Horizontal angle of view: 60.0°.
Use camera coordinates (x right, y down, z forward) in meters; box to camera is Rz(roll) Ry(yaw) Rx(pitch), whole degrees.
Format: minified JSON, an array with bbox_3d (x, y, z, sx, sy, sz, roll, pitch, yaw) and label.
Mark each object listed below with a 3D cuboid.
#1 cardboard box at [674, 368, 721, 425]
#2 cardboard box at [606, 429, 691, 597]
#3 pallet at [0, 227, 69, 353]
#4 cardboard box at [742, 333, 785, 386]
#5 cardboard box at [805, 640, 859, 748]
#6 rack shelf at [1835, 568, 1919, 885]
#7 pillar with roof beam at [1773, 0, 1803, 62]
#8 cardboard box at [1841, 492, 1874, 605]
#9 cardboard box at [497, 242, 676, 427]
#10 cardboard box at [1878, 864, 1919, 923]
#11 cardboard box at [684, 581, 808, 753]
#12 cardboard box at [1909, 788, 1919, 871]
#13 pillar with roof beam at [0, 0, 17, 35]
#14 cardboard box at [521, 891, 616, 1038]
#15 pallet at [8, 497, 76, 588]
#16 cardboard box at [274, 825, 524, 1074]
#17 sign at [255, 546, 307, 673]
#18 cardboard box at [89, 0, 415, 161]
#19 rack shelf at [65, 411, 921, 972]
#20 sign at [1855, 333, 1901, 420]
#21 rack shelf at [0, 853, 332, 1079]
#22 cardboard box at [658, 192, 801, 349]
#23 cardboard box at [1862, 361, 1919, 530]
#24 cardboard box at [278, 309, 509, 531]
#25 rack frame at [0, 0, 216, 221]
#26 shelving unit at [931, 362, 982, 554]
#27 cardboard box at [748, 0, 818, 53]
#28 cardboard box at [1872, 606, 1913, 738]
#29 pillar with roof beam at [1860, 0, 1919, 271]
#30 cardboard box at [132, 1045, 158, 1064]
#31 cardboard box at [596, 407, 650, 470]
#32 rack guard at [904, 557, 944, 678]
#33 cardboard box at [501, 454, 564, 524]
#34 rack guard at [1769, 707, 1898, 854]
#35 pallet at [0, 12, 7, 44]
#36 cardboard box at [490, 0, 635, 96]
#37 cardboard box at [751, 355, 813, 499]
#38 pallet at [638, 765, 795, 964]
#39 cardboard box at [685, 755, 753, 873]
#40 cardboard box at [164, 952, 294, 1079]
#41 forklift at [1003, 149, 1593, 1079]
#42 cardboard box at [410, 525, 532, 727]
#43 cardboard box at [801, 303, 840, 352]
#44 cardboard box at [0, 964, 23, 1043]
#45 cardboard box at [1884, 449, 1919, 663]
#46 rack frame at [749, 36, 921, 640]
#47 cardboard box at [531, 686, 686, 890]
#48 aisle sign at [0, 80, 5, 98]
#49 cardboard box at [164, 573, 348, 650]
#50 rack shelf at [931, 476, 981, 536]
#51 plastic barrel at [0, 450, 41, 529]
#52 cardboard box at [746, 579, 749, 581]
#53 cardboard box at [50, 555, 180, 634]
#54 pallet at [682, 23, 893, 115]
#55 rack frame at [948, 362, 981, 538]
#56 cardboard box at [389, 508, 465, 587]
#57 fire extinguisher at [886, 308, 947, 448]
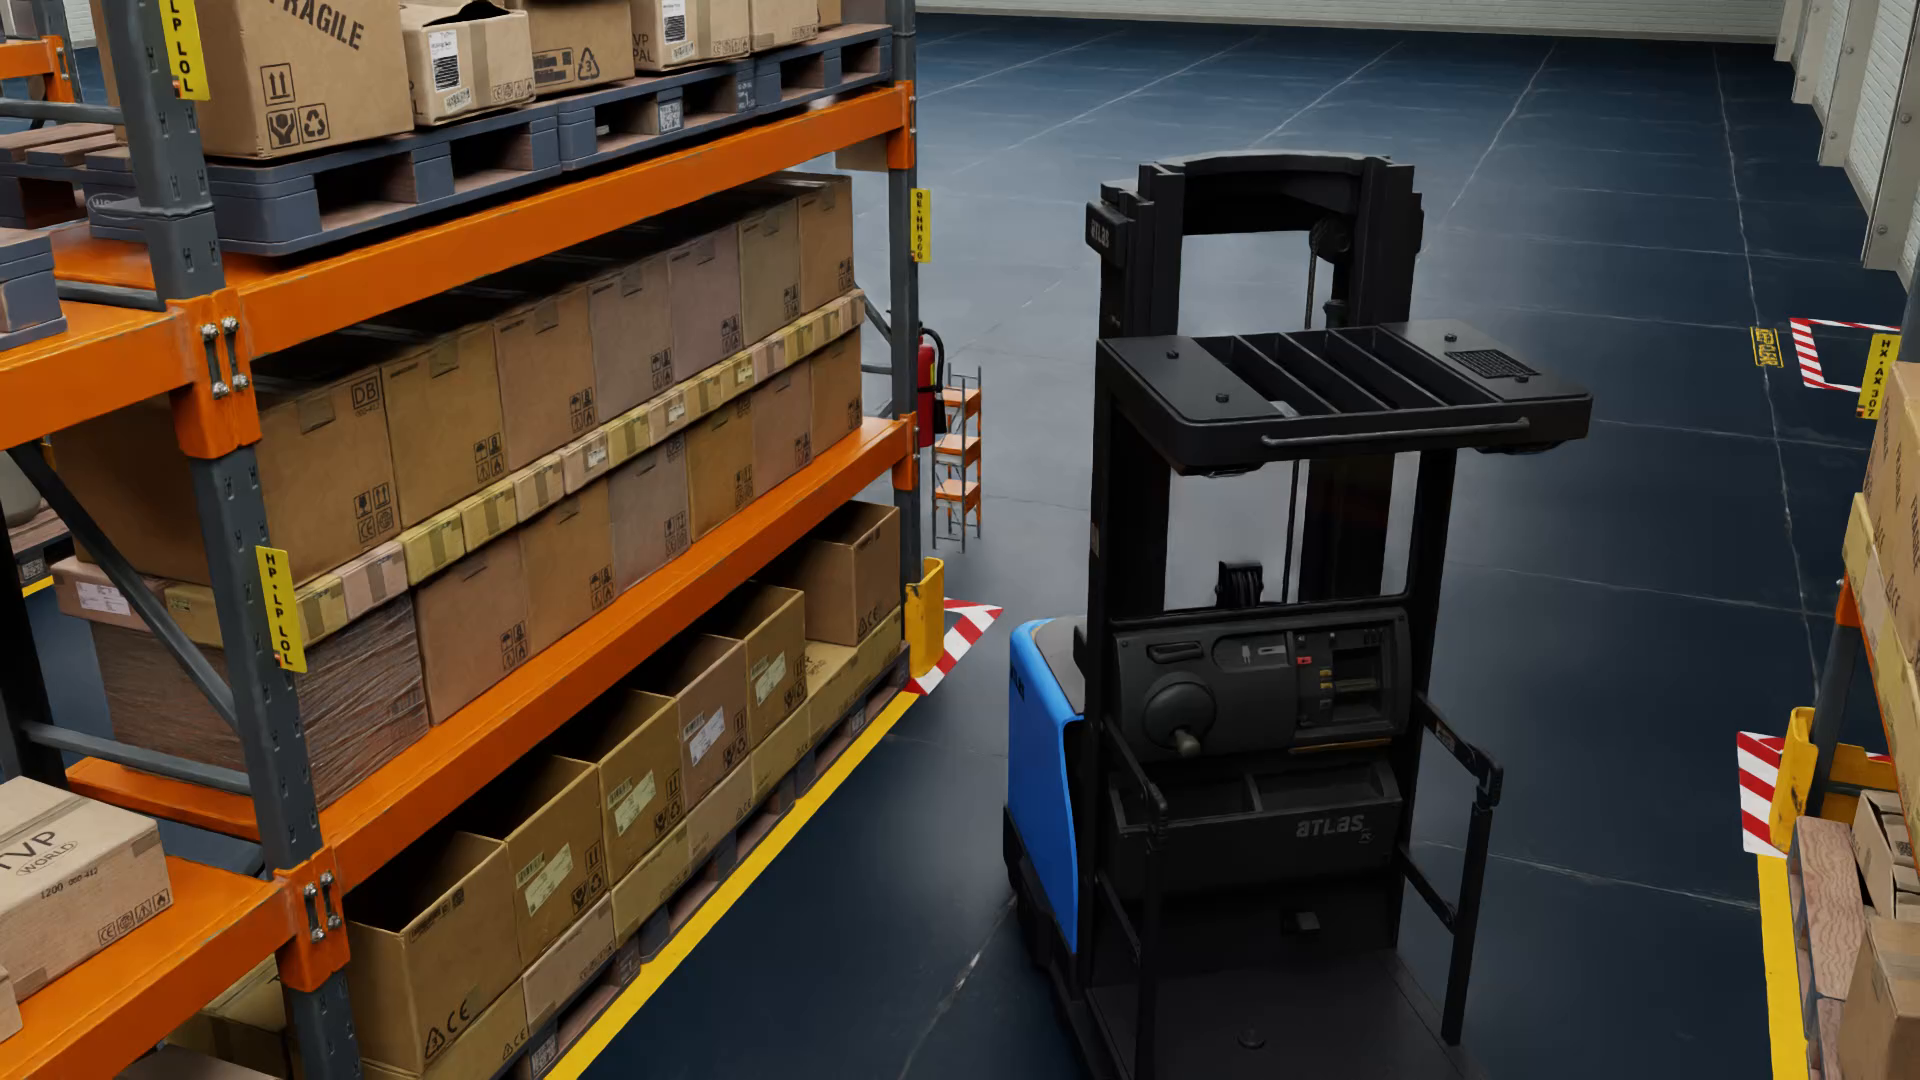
[{"bbox_3d":[-1.121,-0.555,6.216,0.380,0.149,0.250,9,24,22],"label":"cardboard box"},{"bbox_3d":[-1.434,-0.164,6.121,0.700,0.500,0.500,10,24,22],"label":"cardboard box"},{"bbox_3d":[-2.478,-0.384,3.135,0.805,0.209,1.217,8,24,18],"label":"pallet"},{"bbox_3d":[-0.928,-0.744,6.667,0.380,0.149,0.250,9,24,21],"label":"cardboard box"},{"bbox_3d":[-0.776,0.653,7.319,0.500,0.250,0.500,9,24,20],"label":"cardboard box"},{"bbox_3d":[3.181,0.918,4.593,1.077,0.370,4.000,9,24,20],"label":"rack shelf"},{"bbox_3d":[11.614,-13.875,31.293,9.100,9.000,0.400,9,24,20],"label":"pillar with roof beam"},{"bbox_3d":[3.448,0.060,5.884,0.500,0.250,0.500,8,24,19],"label":"cardboard box"},{"bbox_3d":[-1.444,-0.749,5.839,0.700,0.500,0.500,9,24,20],"label":"cardboard box"},{"bbox_3d":[3.372,1.347,5.551,0.500,0.311,0.500,11,25,24],"label":"cardboard box"},{"bbox_3d":[-0.957,0.486,6.744,0.500,0.500,0.500,9,24,20],"label":"cardboard box"},{"bbox_3d":[2.698,0.790,4.136,0.500,0.250,0.500,9,24,20],"label":"cardboard box"},{"bbox_3d":[-14.096,-12.858,28.858,9.100,9.000,0.400,9,24,20],"label":"pillar with roof beam"},{"bbox_3d":[-1.518,1.368,5.605,0.500,0.250,0.500,9,24,20],"label":"cardboard box"},{"bbox_3d":[-5.566,0.063,9.326,1.003,0.211,1.213,9,24,20],"label":"pallet"},{"bbox_3d":[-1.700,1.202,5.030,0.500,0.500,0.500,9,24,20],"label":"cardboard box"},{"bbox_3d":[-1.655,0.171,4.050,0.100,0.325,0.005,9,24,20],"label":"sign"},{"bbox_3d":[-1.731,-1.237,4.072,0.500,0.500,0.500,11,25,24],"label":"cardboard box"},{"bbox_3d":[-1.420,0.210,6.288,1.077,0.370,4.000,9,24,20],"label":"rack shelf"},{"bbox_3d":[3.420,-0.607,6.187,0.100,0.325,0.005,9,24,20],"label":"sign"},{"bbox_3d":[-2.905,1.642,2.861,1.077,0.370,4.000,9,24,20],"label":"rack shelf"},{"bbox_3d":[-1.072,-1.109,6.700,0.700,0.500,0.500,8,24,19],"label":"cardboard box"},{"bbox_3d":[3.468,-0.288,5.743,0.500,0.500,0.500,9,24,20],"label":"cardboard box"},{"bbox_3d":[-1.817,-0.391,4.982,0.700,0.500,0.500,9,24,20],"label":"cardboard box"},{"bbox_3d":[-2.162,-2.174,3.280,1.000,3.000,0.127,9,24,20],"label":"rack frame"},{"bbox_3d":[-0.020,-0.465,9.502,0.215,1.050,0.252,9,24,20],"label":"shelving unit"},{"bbox_3d":[-0.860,-1.961,6.129,0.500,0.250,0.500,9,24,20],"label":"cardboard box"},{"bbox_3d":[3.074,0.429,5.000,0.500,0.250,0.500,8,24,19],"label":"cardboard box"},{"bbox_3d":[4.927,-7.434,15.872,9.100,9.000,0.400,9,24,20],"label":"pillar with roof beam"},{"bbox_3d":[-2.547,1.523,4.508,0.500,0.311,0.500,9,24,20],"label":"cardboard box"},{"bbox_3d":[-1.311,-0.375,5.784,0.380,0.149,0.250,9,24,20],"label":"cardboard box"},{"bbox_3d":[-0.668,0.308,8.365,1.175,0.500,0.348,9,24,20],"label":"rack guard"},{"bbox_3d":[-1.504,-0.186,5.331,0.380,0.149,0.250,8,24,18],"label":"cardboard box"},{"bbox_3d":[3.896,1.051,6.585,1.175,0.500,0.348,9,24,20],"label":"rack guard"},{"bbox_3d":[-5.672,-2.563,8.347,1.003,0.211,1.213,9,24,20],"label":"pallet"},{"bbox_3d":[-1.434,-1.667,5.098,0.797,0.503,0.637,12,25,26],"label":"cardboard box"},{"bbox_3d":[-1.053,-0.530,6.996,0.700,0.500,0.500,9,24,21],"label":"cardboard box"},{"bbox_3d":[-1.377,1.164,6.689,1.003,0.211,1.213,9,24,20],"label":"pallet"},{"bbox_3d":[-1.148,1.010,6.462,0.500,0.250,0.500,9,24,20],"label":"cardboard box"},{"bbox_3d":[-2.193,1.472,5.357,0.500,0.250,0.500,9,24,20],"label":"cardboard box"},{"bbox_3d":[0.971,0.460,4.845,1.130,2.935,3.031,-5,23,-11],"label":"forklift"},{"bbox_3d":[-1.814,0.199,5.253,0.700,0.500,0.500,9,24,20],"label":"cardboard box"},{"bbox_3d":[-0.738,-0.925,7.101,0.380,0.149,0.250,9,24,21],"label":"cardboard box"},{"bbox_3d":[-2.319,0.997,3.646,0.396,0.266,0.258,8,24,19],"label":"cardboard box"},{"bbox_3d":[3.077,0.072,4.882,0.500,0.500,0.500,8,24,18],"label":"cardboard box"},{"bbox_3d":[-0.677,-0.837,7.863,1.000,3.000,0.127,9,24,20],"label":"rack frame"},{"bbox_3d":[-1.328,0.844,5.887,0.500,0.500,0.500,9,24,20],"label":"cardboard box"},{"bbox_3d":[-5.520,-2.815,9.225,0.394,0.787,0.004,9,24,20],"label":"aisle sign"},{"bbox_3d":[-1.883,0.180,4.455,0.380,0.149,0.250,9,24,20],"label":"cardboard box"},{"bbox_3d":[-0.020,-0.199,9.613,0.215,0.259,0.240,9,24,20],"label":"rack shelf"},{"bbox_3d":[-5.448,-0.347,9.372,0.421,0.512,0.421,0,23,0],"label":"plastic barrel"},{"bbox_3d":[-1.266,0.231,7.355,0.500,0.500,0.500,9,24,20],"label":"cardboard box"},{"bbox_3d":[-2.260,0.121,4.598,0.380,0.149,0.250,9,24,20],"label":"cardboard box"},{"bbox_3d":[-0.963,-1.931,6.705,1.003,0.211,1.213,9,24,20],"label":"pallet"},{"bbox_3d":[0.025,-0.509,9.606,0.200,1.050,0.008,9,24,20],"label":"rack frame"},{"bbox_3d":[-1.695,-0.002,4.892,0.380,0.149,0.250,8,24,19],"label":"cardboard box"},{"bbox_3d":[-0.201,-0.777,7.820,0.296,0.674,0.183,9,24,20],"label":"fire extinguisher"}]
